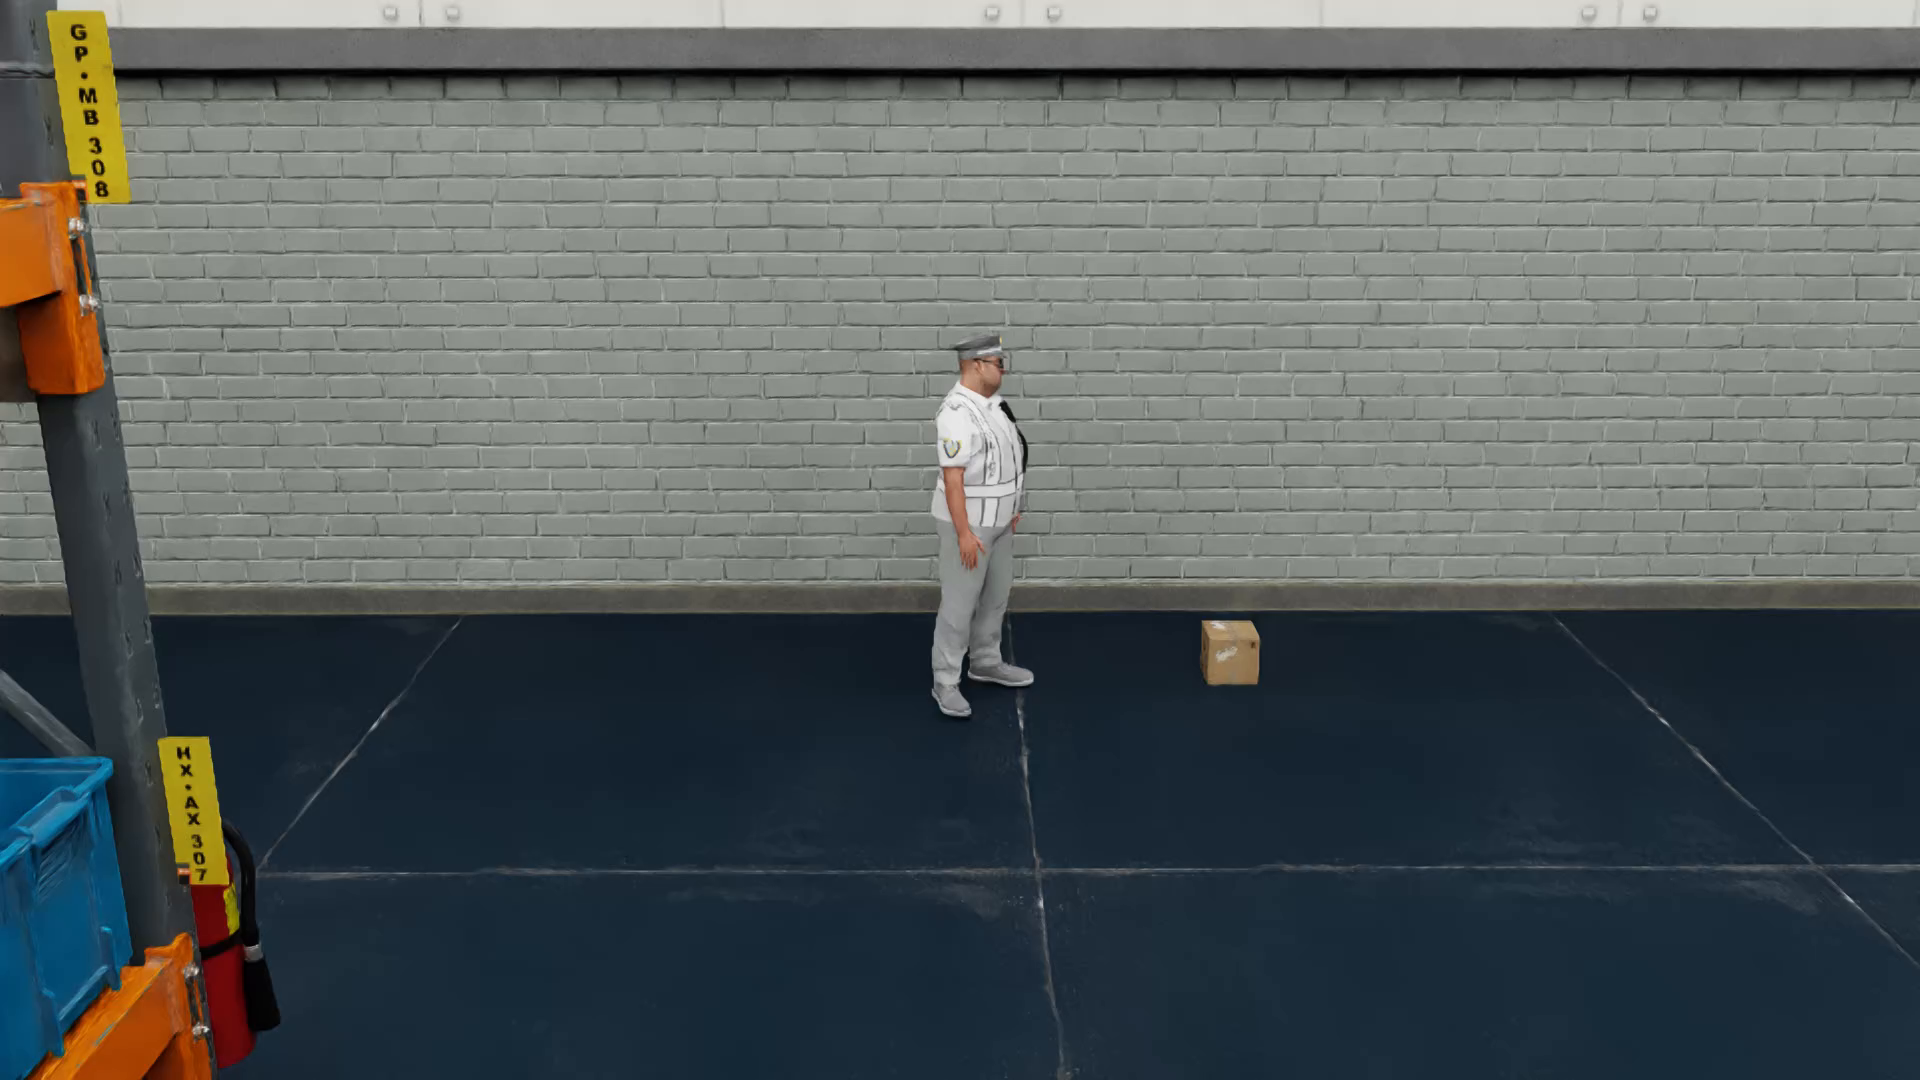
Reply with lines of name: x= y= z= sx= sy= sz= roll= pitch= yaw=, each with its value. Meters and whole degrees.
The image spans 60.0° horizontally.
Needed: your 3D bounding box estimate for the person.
person: x=0.088 y=-0.104 z=7.775 sx=0.408 sy=1.765 sz=0.655 roll=8 pitch=19 yaw=23
